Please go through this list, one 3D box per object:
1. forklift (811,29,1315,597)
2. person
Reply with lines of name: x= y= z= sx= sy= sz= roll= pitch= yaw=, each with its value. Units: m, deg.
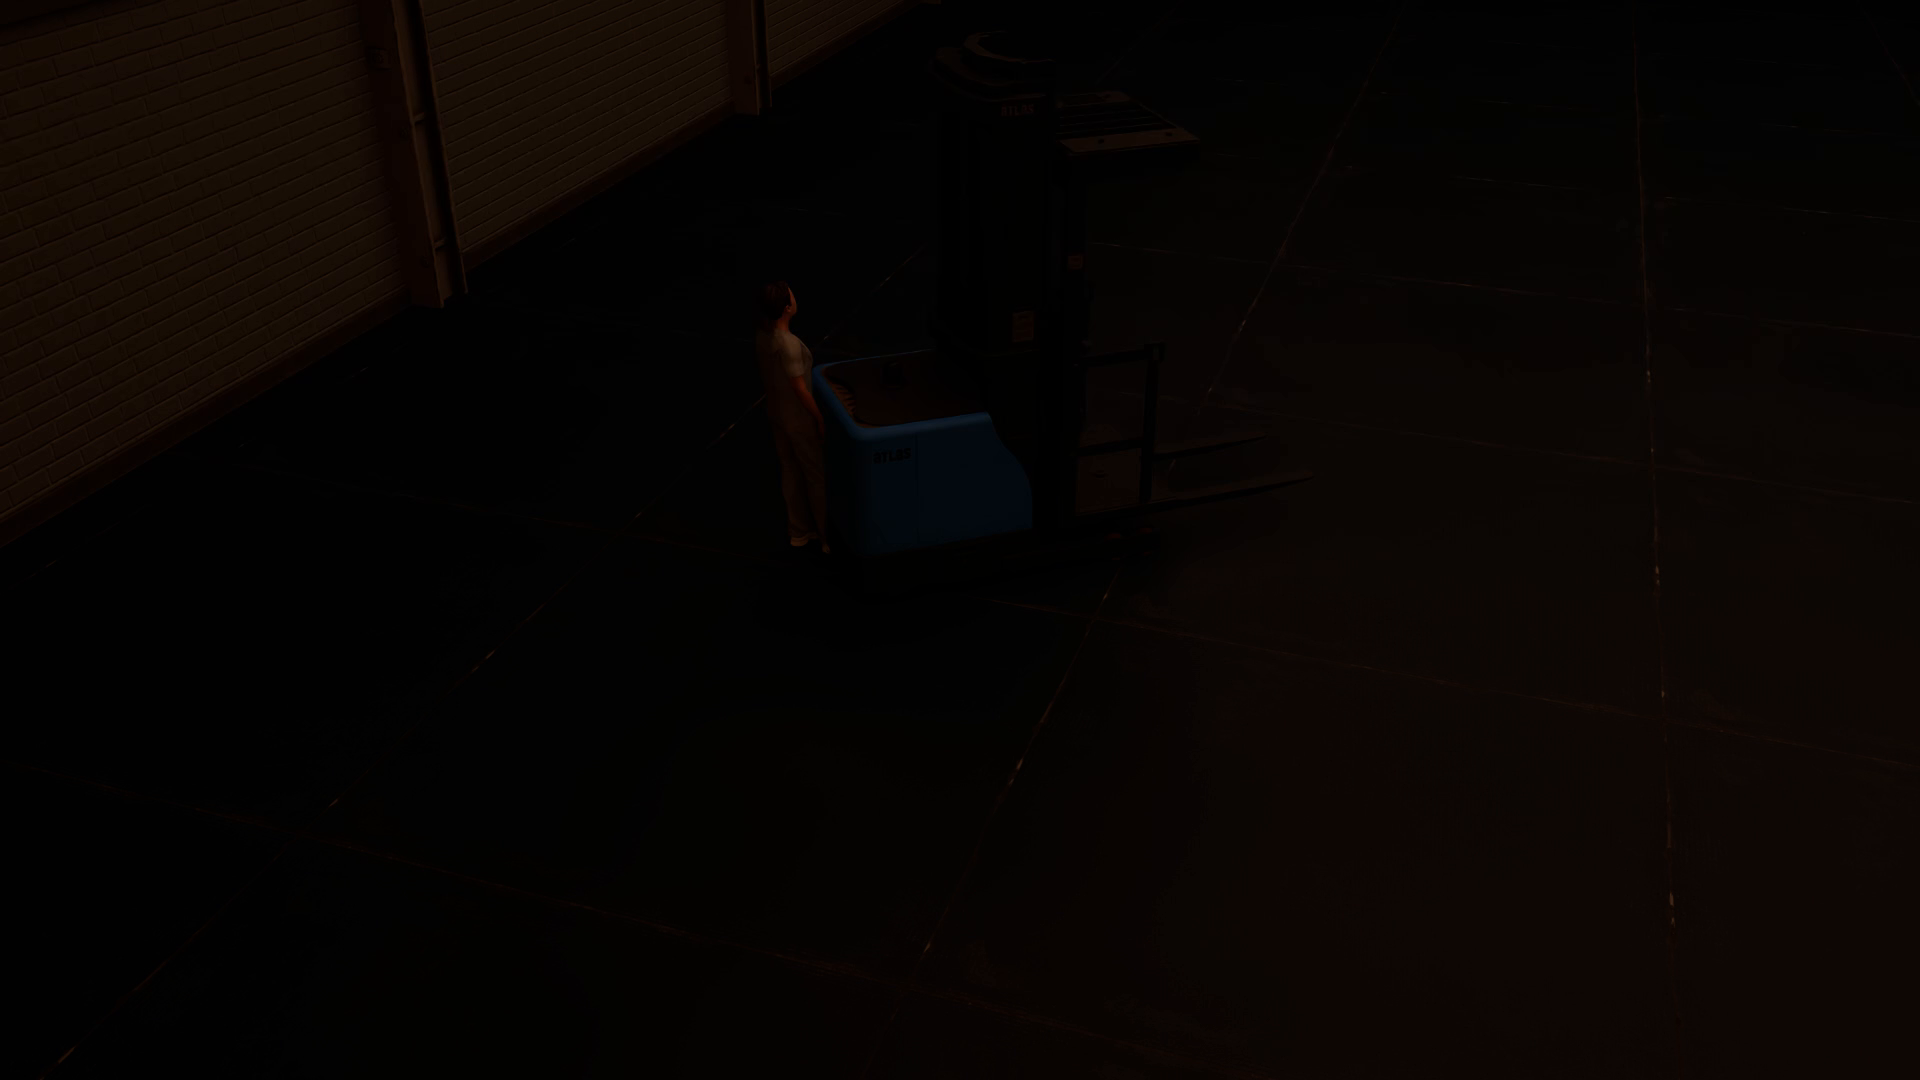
forklift: x=0.673 y=-1.384 z=9.564 sx=3.031 sy=2.935 sz=1.130 roll=-10 pitch=31 yaw=-17
person: x=-0.898 y=-0.726 z=9.662 sx=0.548 sy=1.673 sz=0.550 roll=-19 pitch=35 yaw=-30
